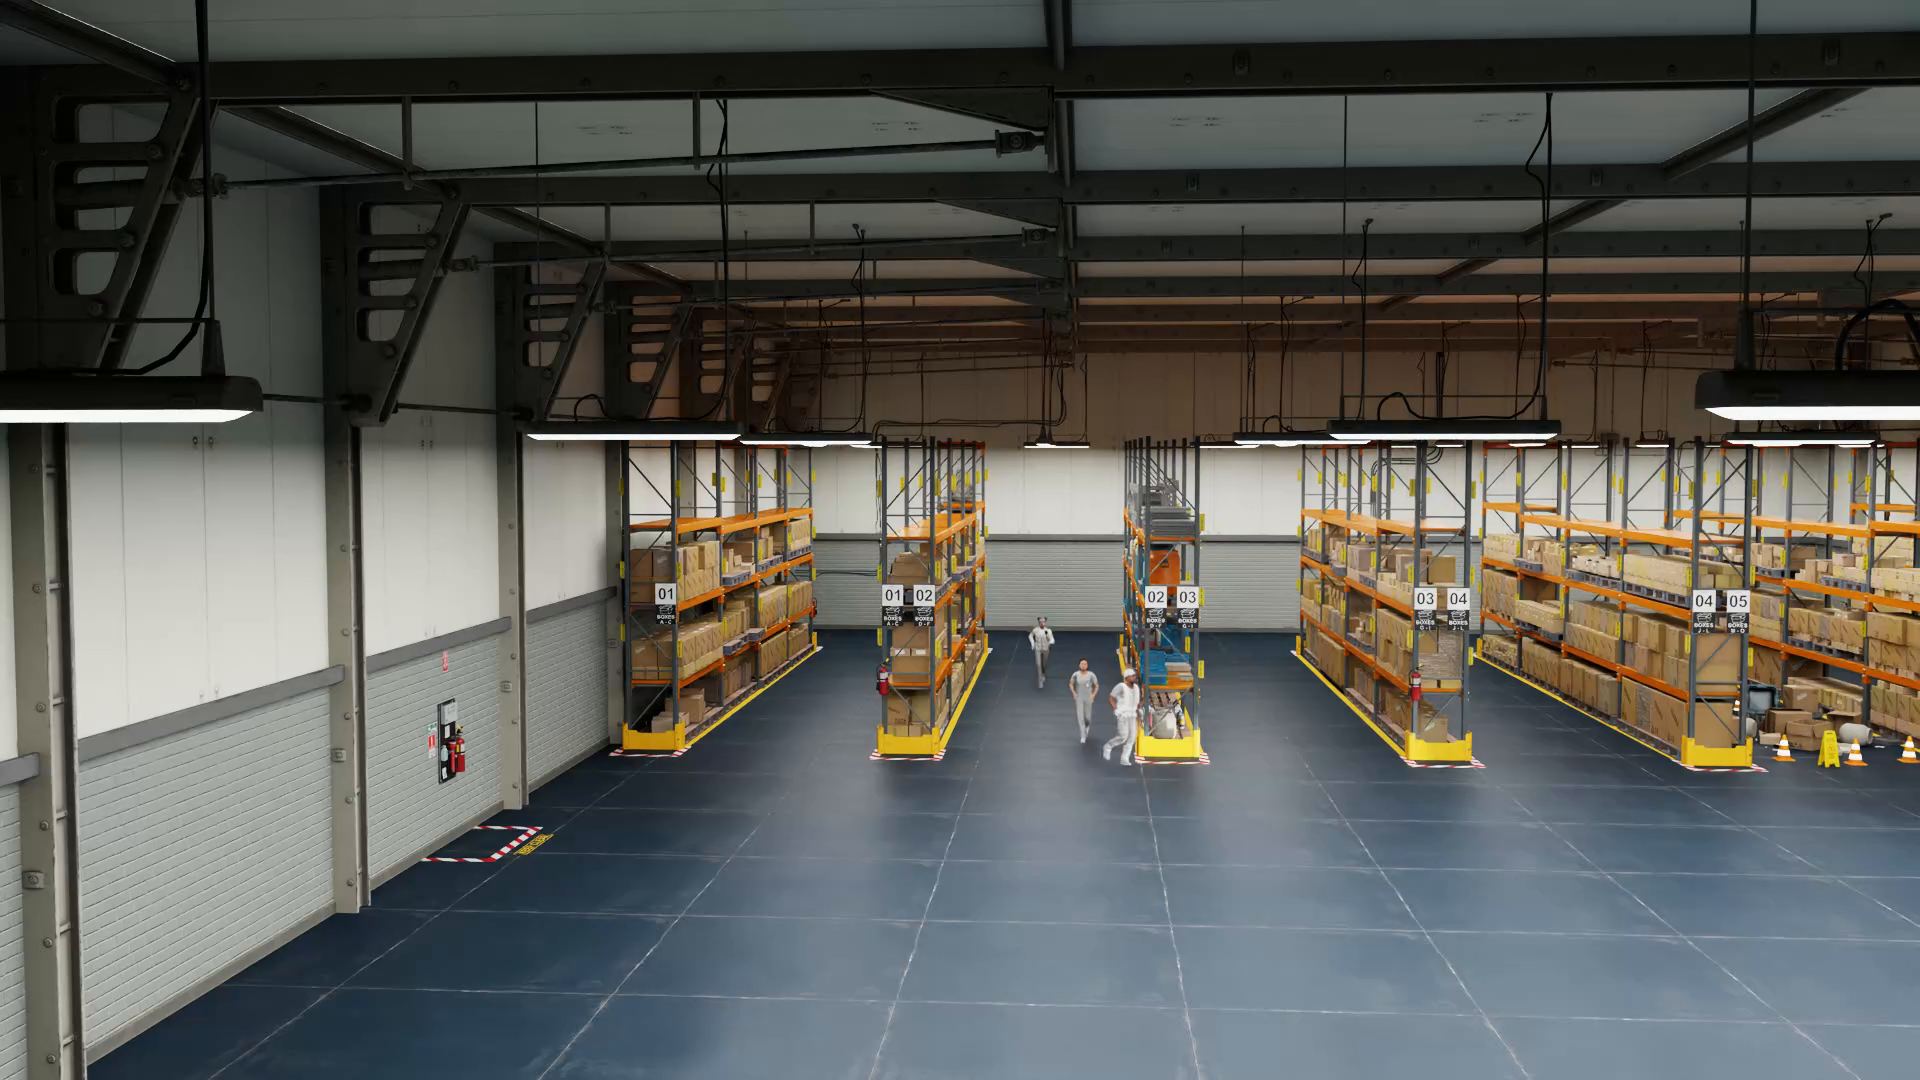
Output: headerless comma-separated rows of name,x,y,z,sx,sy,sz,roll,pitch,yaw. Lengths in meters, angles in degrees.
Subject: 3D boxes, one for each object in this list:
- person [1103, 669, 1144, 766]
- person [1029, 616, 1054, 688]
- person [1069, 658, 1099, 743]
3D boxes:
person,3.048,3.226,30.491,0.743,1.737,0.661,-3,4,-40
person,1.994,2.707,40.516,0.616,1.708,0.926,0,3,-1
person,2.450,3.149,32.903,0.583,1.640,0.702,0,3,6
